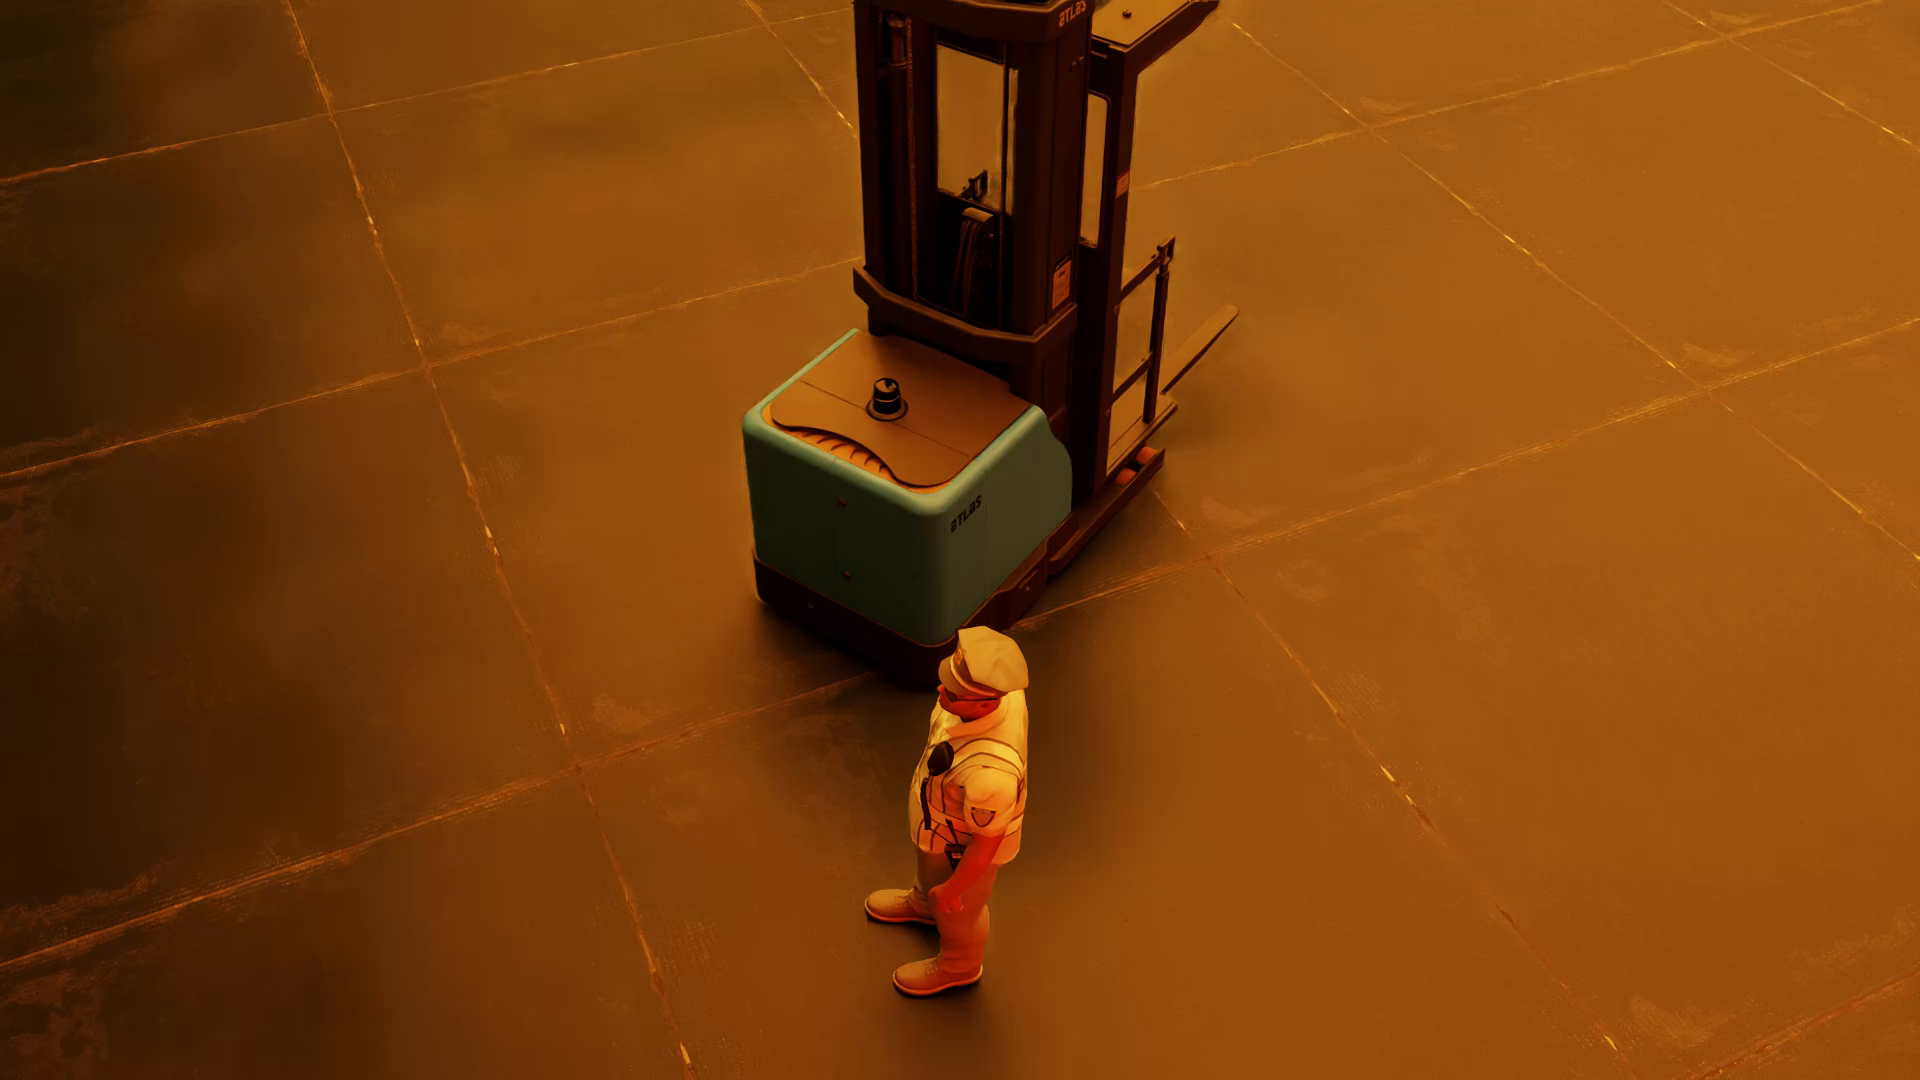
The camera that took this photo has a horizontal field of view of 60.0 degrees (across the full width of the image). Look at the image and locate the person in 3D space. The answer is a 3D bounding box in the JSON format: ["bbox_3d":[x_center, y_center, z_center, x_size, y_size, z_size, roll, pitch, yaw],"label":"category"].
[{"bbox_3d":[-0.071,0.920,5.526,0.577,1.781,0.638,0,43,0],"label":"person"}]

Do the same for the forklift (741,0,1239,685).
[{"bbox_3d":[0.341,-1.424,7.206,1.130,2.935,3.031,25,49,25],"label":"forklift"}]
